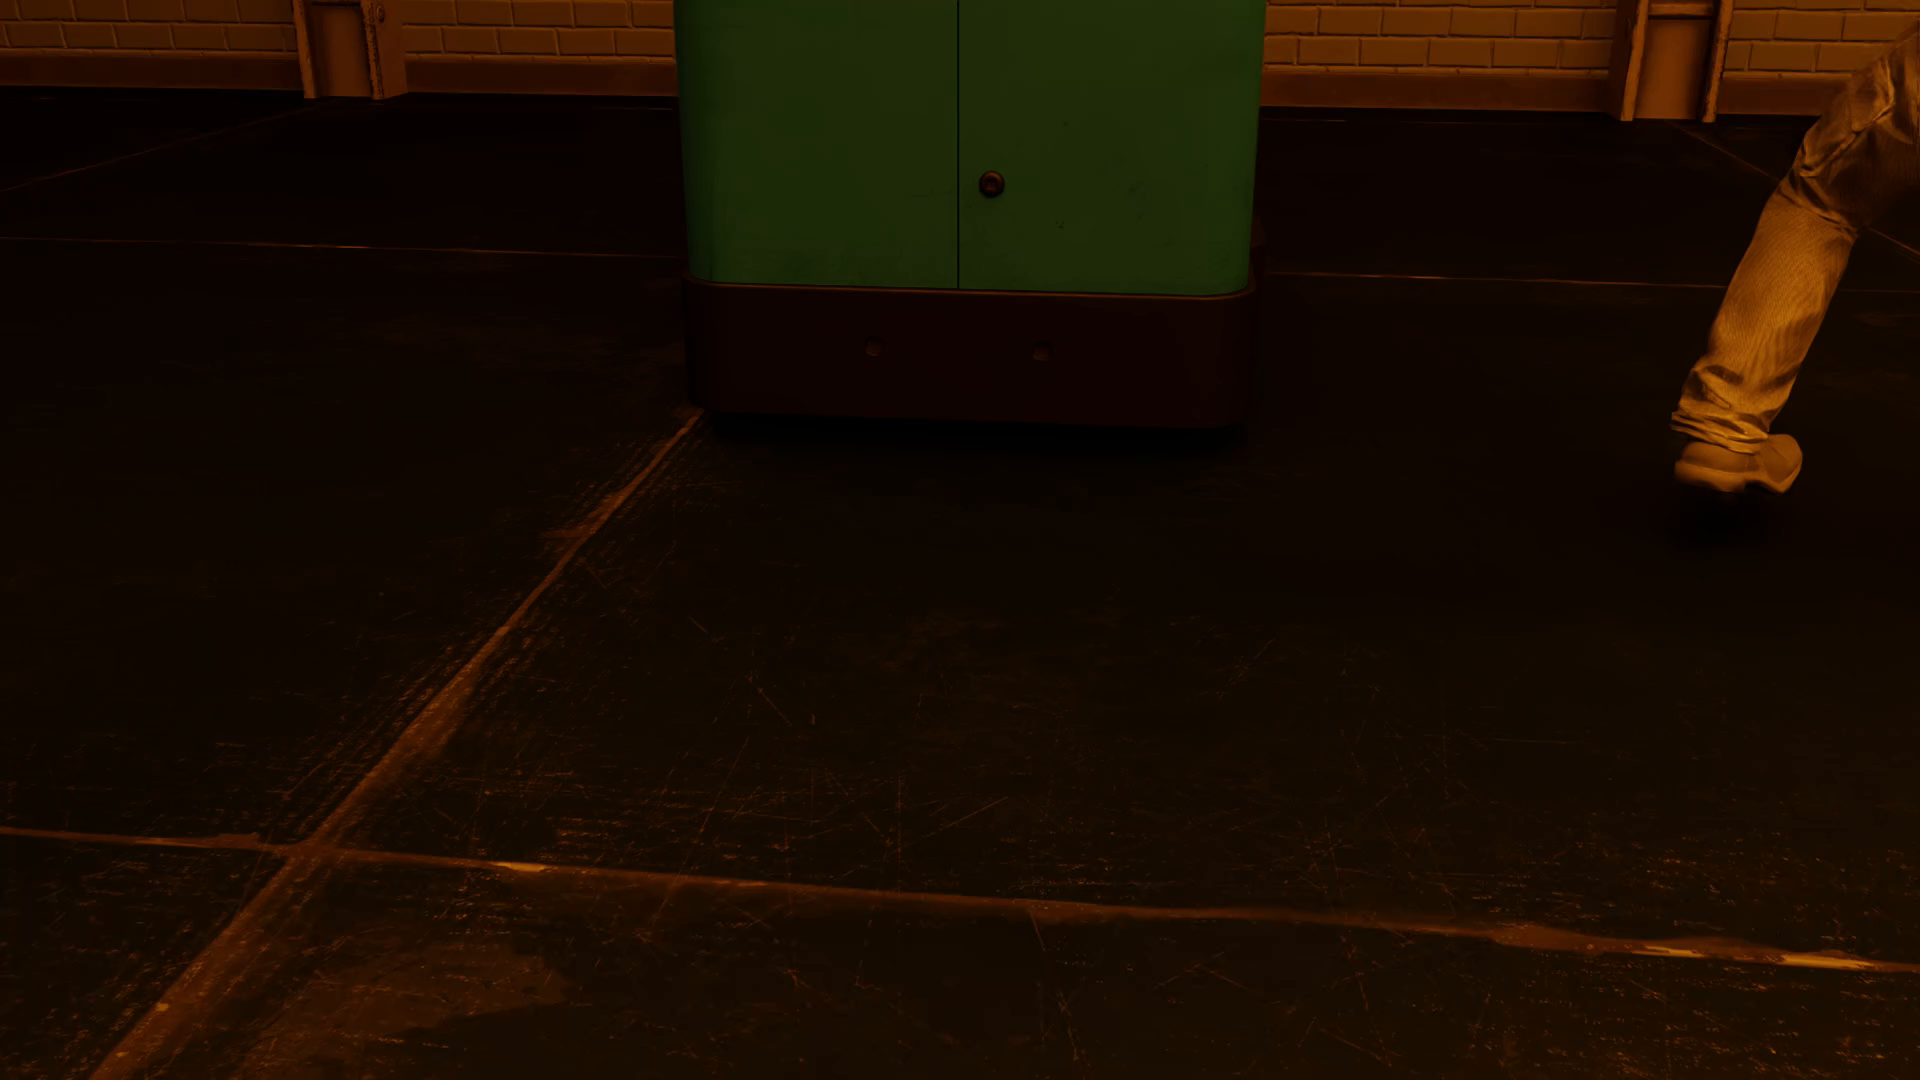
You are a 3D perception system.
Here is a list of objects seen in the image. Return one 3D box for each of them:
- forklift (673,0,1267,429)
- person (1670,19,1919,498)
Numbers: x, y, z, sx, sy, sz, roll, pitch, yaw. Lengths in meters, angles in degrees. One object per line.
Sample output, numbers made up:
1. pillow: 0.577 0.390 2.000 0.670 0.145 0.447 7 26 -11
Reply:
1. forklift: 0.169 -2.070 3.894 1.130 2.935 3.031 2 22 6
2. person: 1.713 -0.702 2.420 1.147 1.731 0.583 10 24 23
